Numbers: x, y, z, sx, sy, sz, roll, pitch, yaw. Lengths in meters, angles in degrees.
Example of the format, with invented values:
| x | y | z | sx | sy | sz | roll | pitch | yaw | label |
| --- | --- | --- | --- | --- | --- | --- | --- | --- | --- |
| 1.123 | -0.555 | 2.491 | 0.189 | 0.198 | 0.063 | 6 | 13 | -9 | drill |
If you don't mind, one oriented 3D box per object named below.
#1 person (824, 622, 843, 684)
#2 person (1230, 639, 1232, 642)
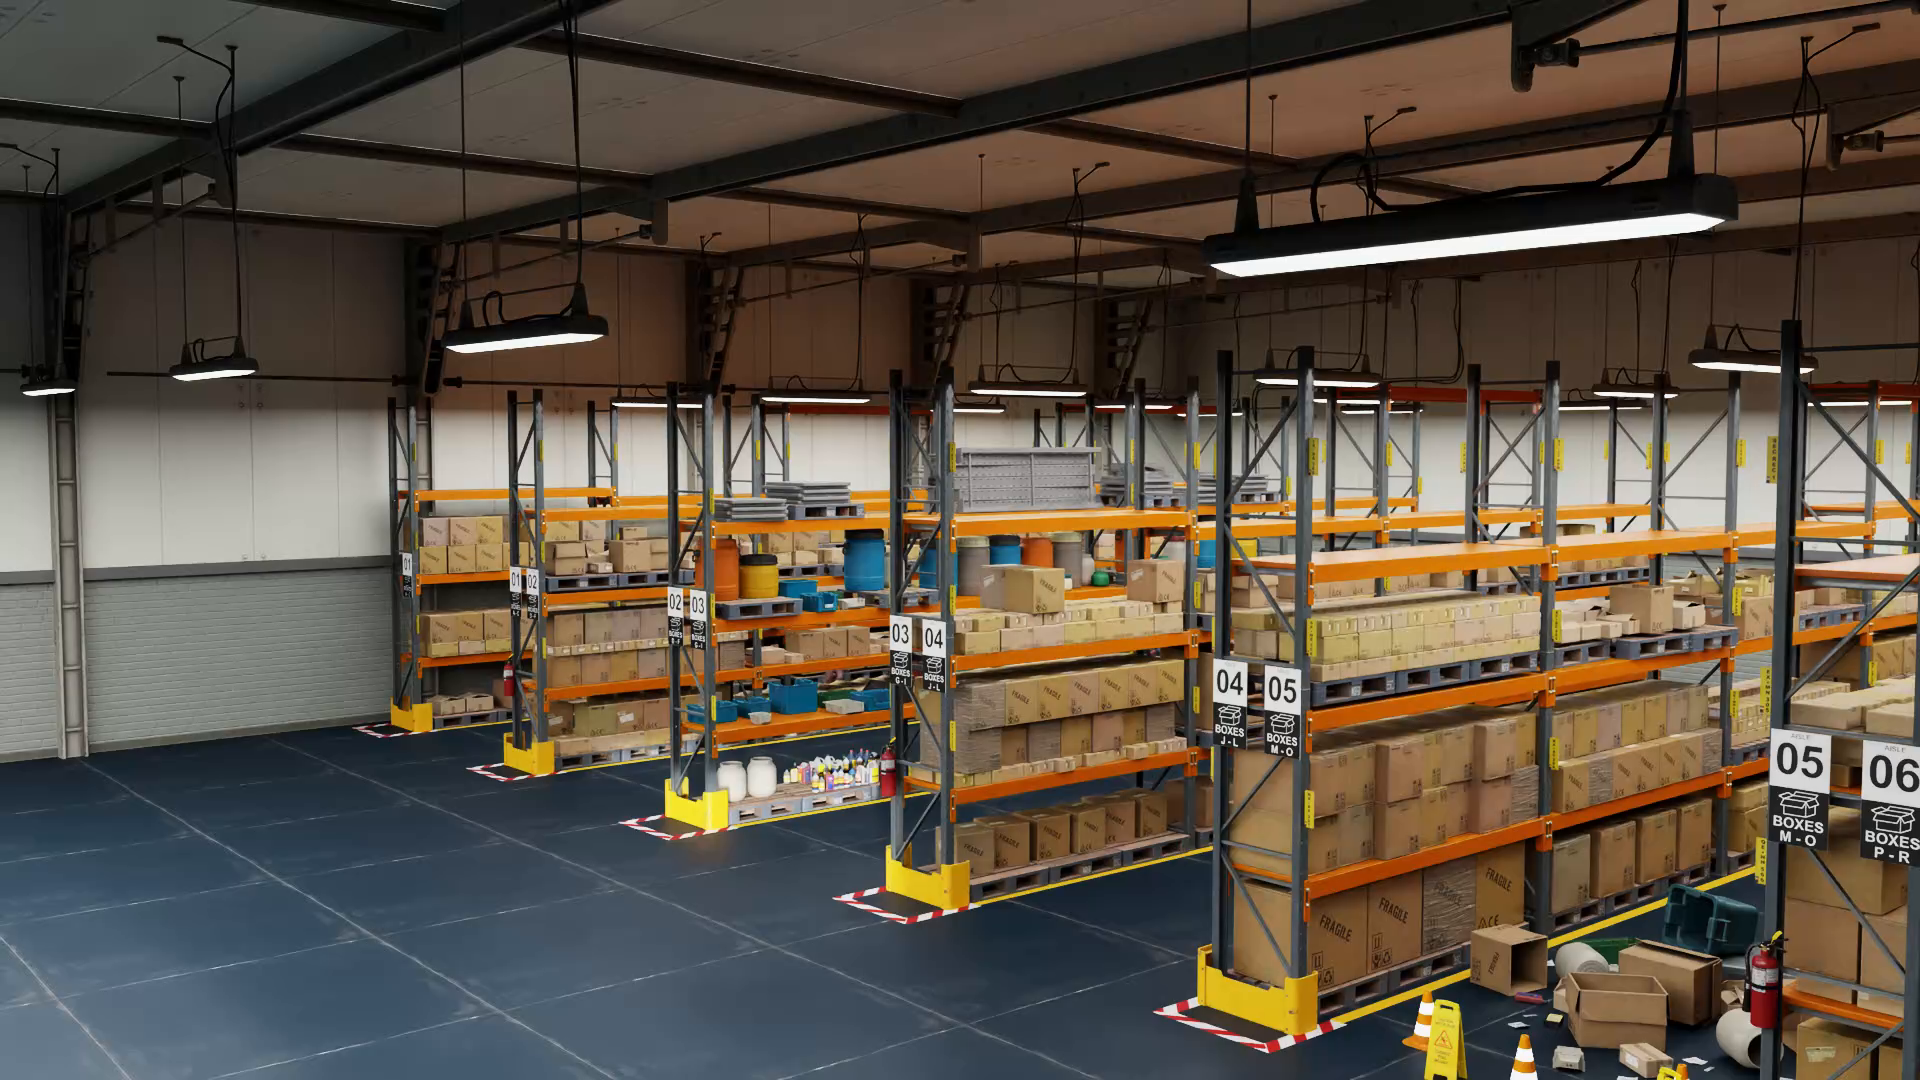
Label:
| x | y | z | sx | sy | sz | roll | pitch | yaw | label |
| --- | --- | --- | --- | --- | --- | --- | --- | --- | --- |
| -2.503 | 2.460 | 33.082 | 0.532 | 1.708 | 0.446 | -1 | 4 | -20 | person |
| 5.225 | 2.446 | 32.270 | 0.879 | 1.807 | 0.603 | -2 | 4 | -36 | person |
